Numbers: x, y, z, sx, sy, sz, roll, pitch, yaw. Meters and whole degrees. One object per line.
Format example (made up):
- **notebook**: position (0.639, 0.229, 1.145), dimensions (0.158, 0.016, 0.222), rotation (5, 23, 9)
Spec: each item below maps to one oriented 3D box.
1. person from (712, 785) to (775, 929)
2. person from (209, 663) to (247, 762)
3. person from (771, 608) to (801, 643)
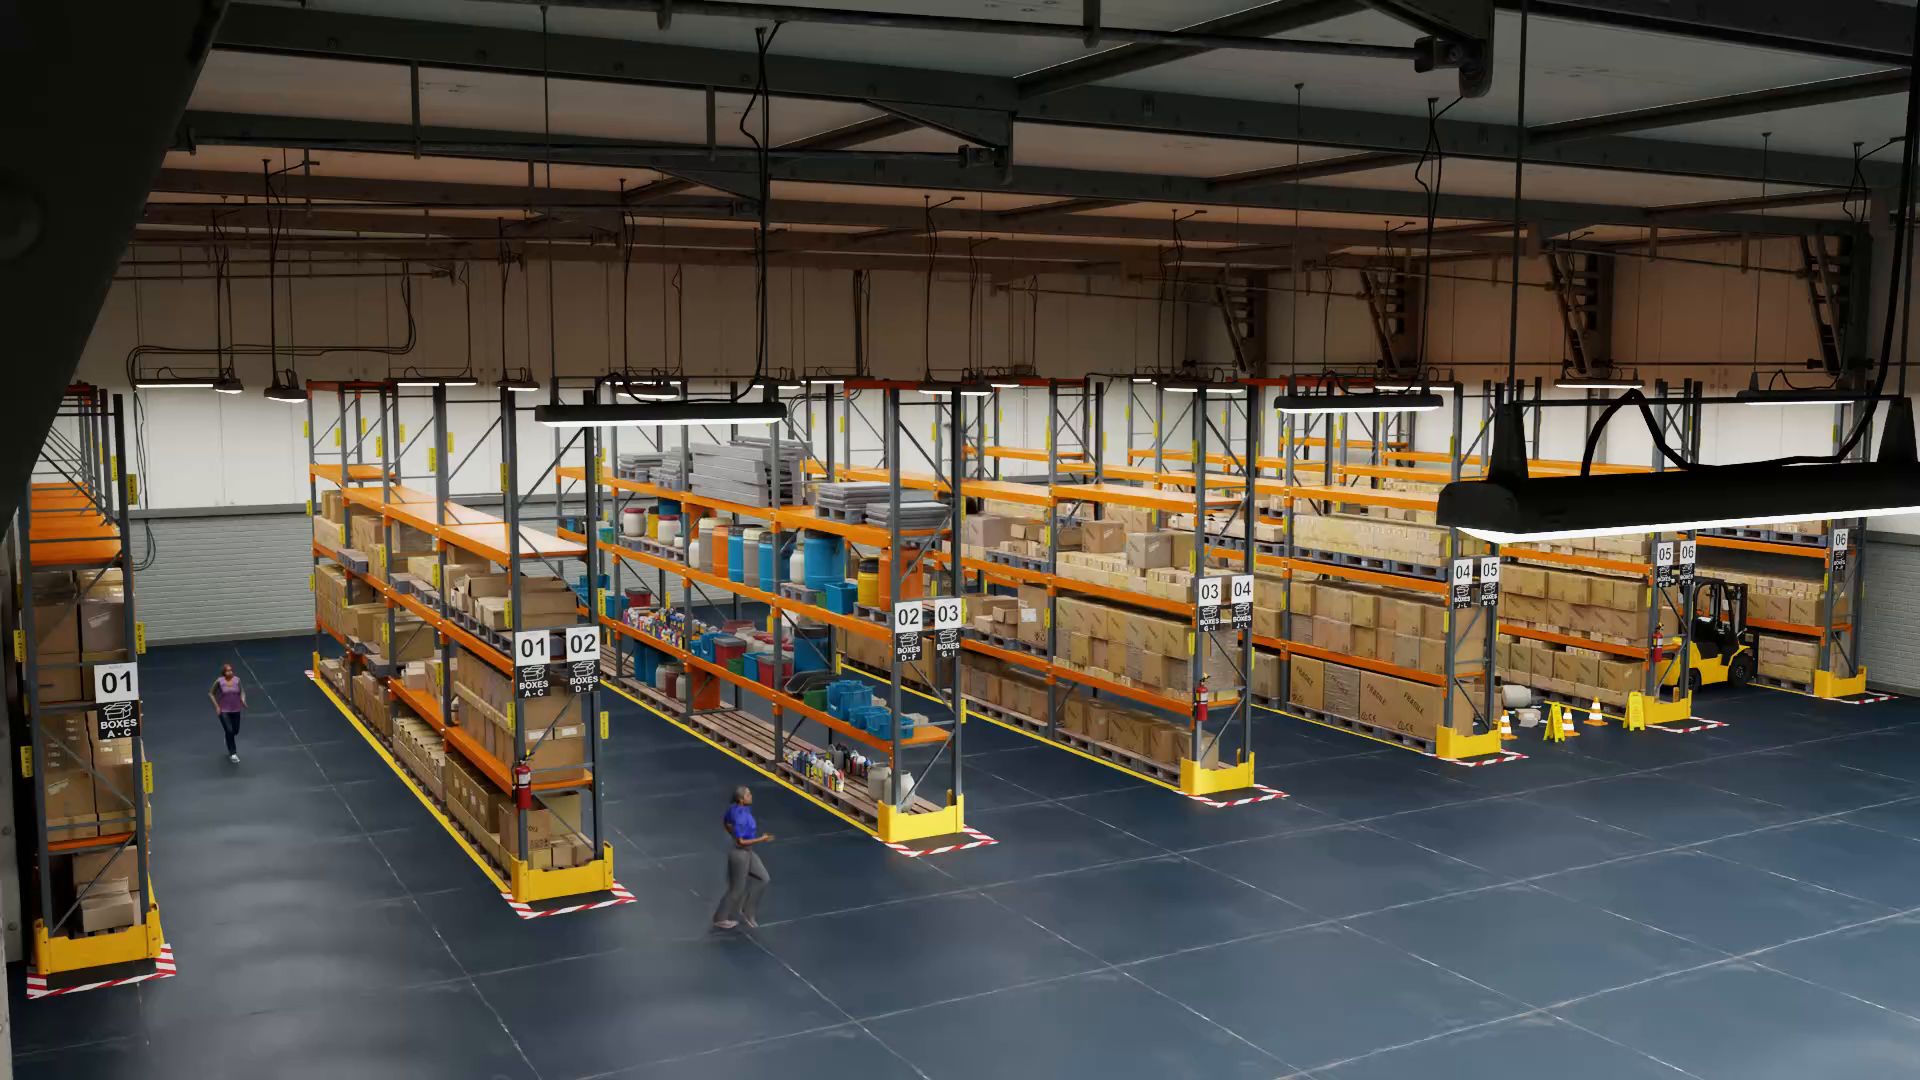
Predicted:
- **person**: position (-2.414, 3.561, 18.521), dimensions (0.717, 1.683, 0.550), rotation (0, 6, -1)
- **person**: position (-11.738, 2.736, 26.634), dimensions (0.526, 1.572, 0.745), rotation (-5, 8, -39)
- **person**: position (-3.578, 1.775, 34.784), dimensions (0.653, 1.723, 0.574), rotation (-4, 7, -33)
